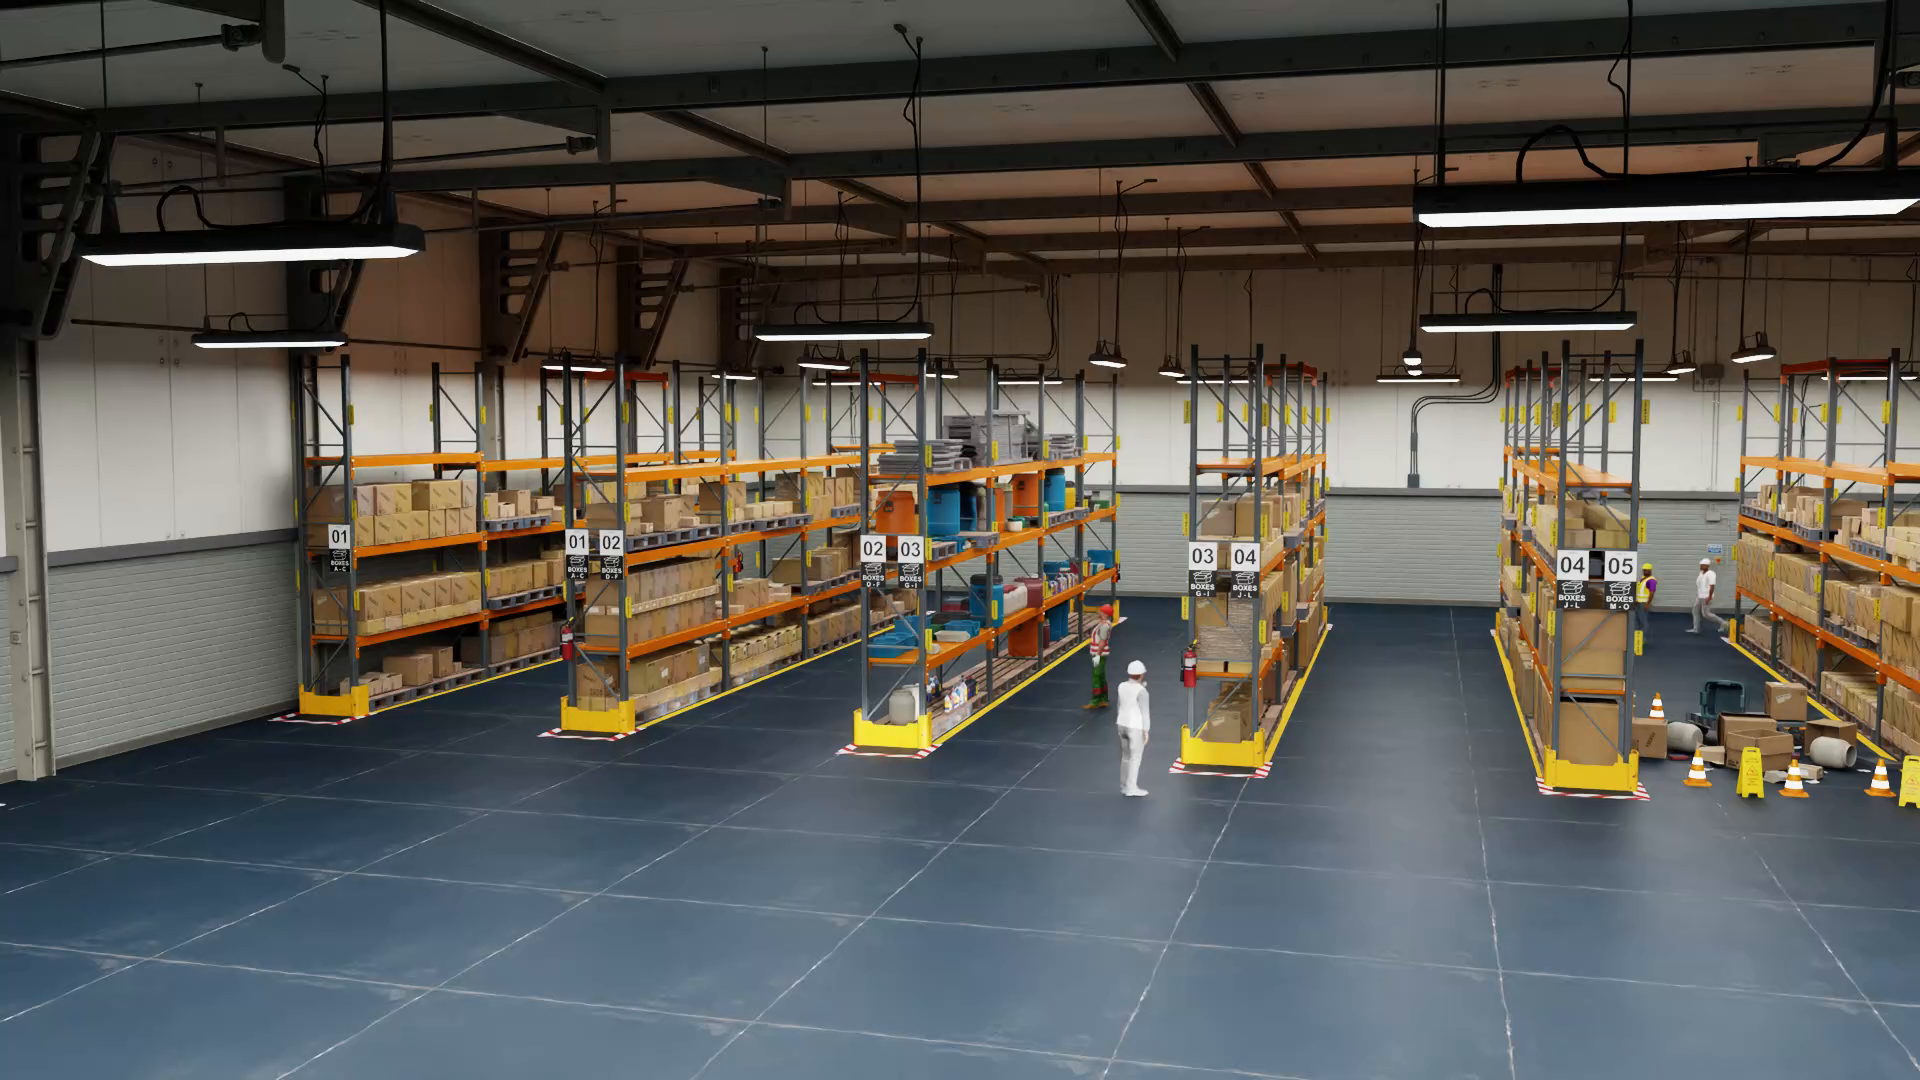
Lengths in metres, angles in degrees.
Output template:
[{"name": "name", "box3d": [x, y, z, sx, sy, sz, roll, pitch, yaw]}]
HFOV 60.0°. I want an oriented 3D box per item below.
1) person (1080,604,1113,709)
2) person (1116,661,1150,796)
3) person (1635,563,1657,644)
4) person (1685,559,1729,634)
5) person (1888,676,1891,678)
[{"name": "person", "box3d": [2.313, 1.978, 28.370, 0.606, 1.770, 0.575, -1, 4, -12]}, {"name": "person", "box3d": [2.290, 2.471, 21.858, 0.375, 1.781, 0.555, -3, 5, -35]}, {"name": "person", "box3d": [15.002, 1.419, 36.459, 0.468, 1.817, 0.619, 1, 4, 13]}, {"name": "person", "box3d": [17.035, 1.289, 37.892, 0.876, 1.732, 0.612, 1, 4, 15]}, {"name": "person", "box3d": [17.860, 1.806, 31.718, 0.453, 1.672, 0.585, 4, 6, 42]}]
